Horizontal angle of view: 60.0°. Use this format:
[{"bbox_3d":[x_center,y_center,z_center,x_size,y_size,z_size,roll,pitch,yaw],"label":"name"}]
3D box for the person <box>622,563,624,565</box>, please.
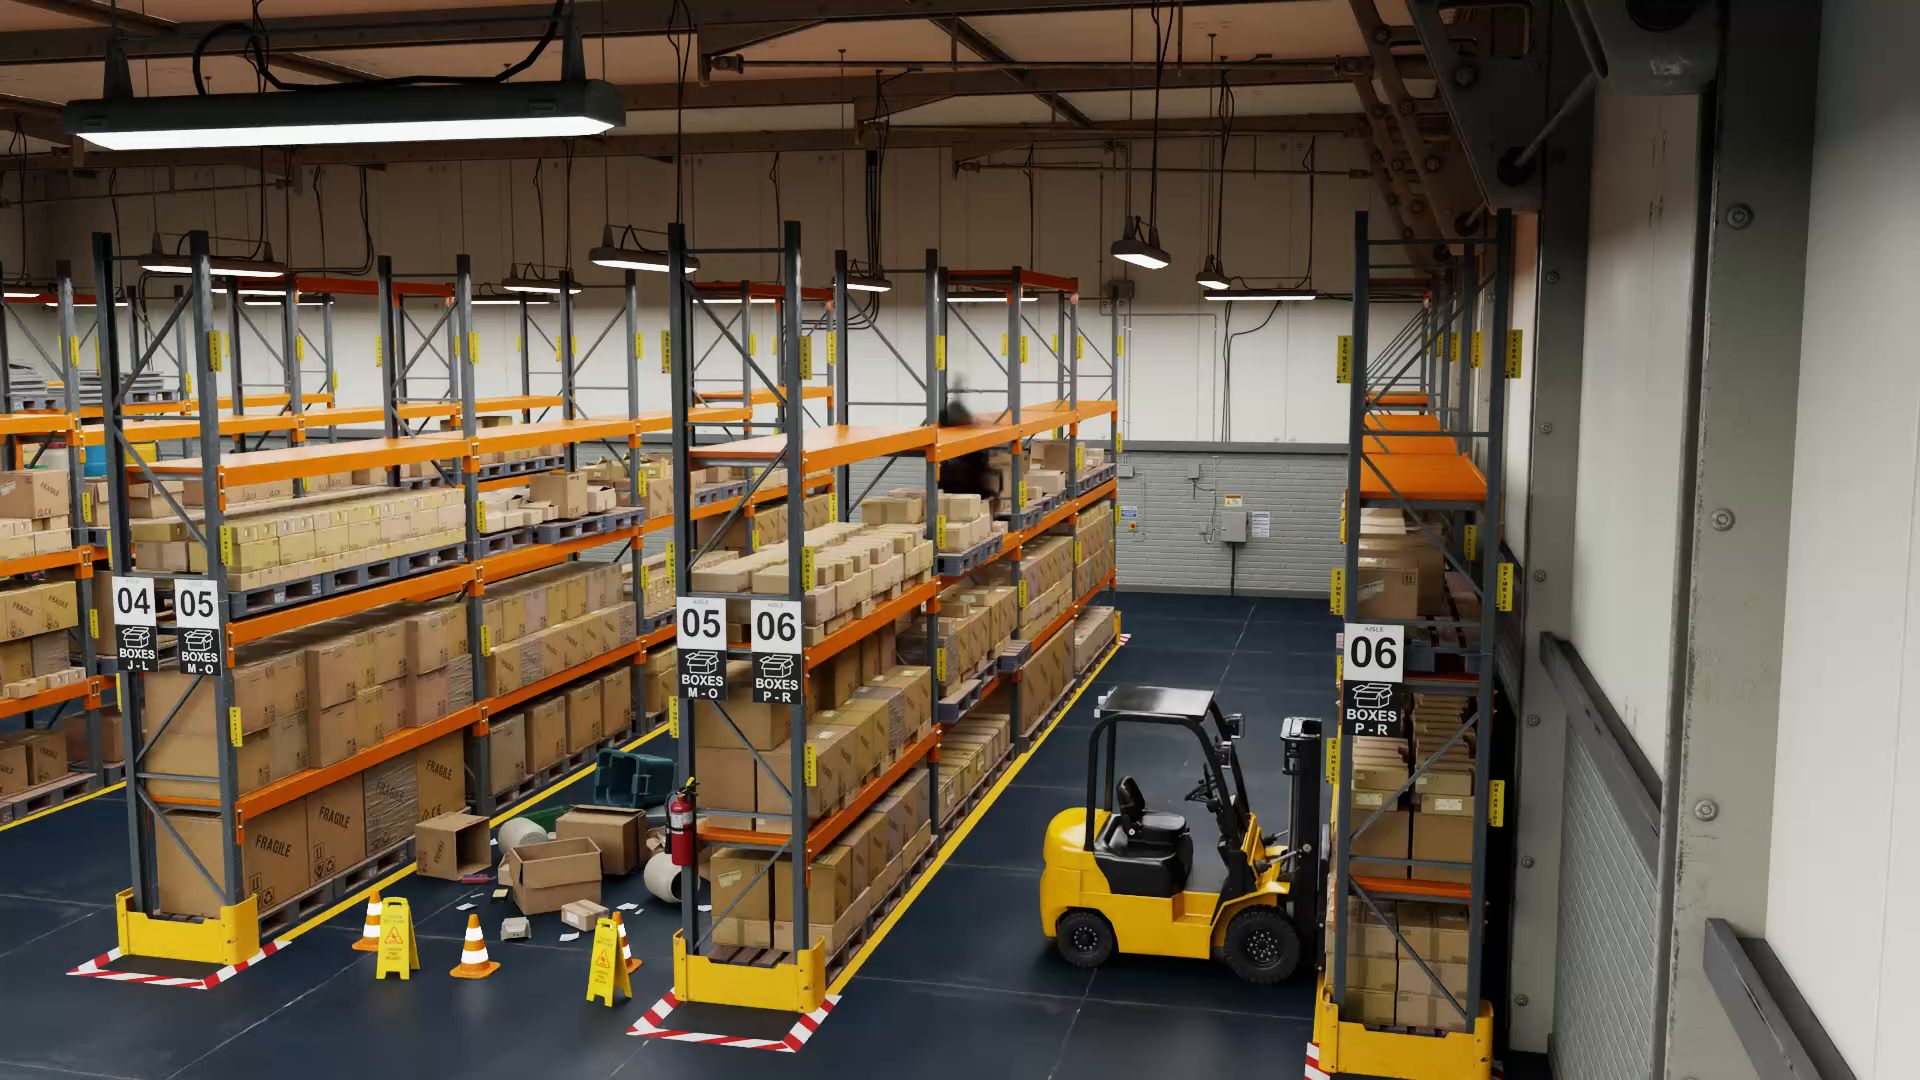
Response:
[{"bbox_3d":[-5.222,1.177,25.942,0.607,1.705,0.828,2,7,19],"label":"person"}]
